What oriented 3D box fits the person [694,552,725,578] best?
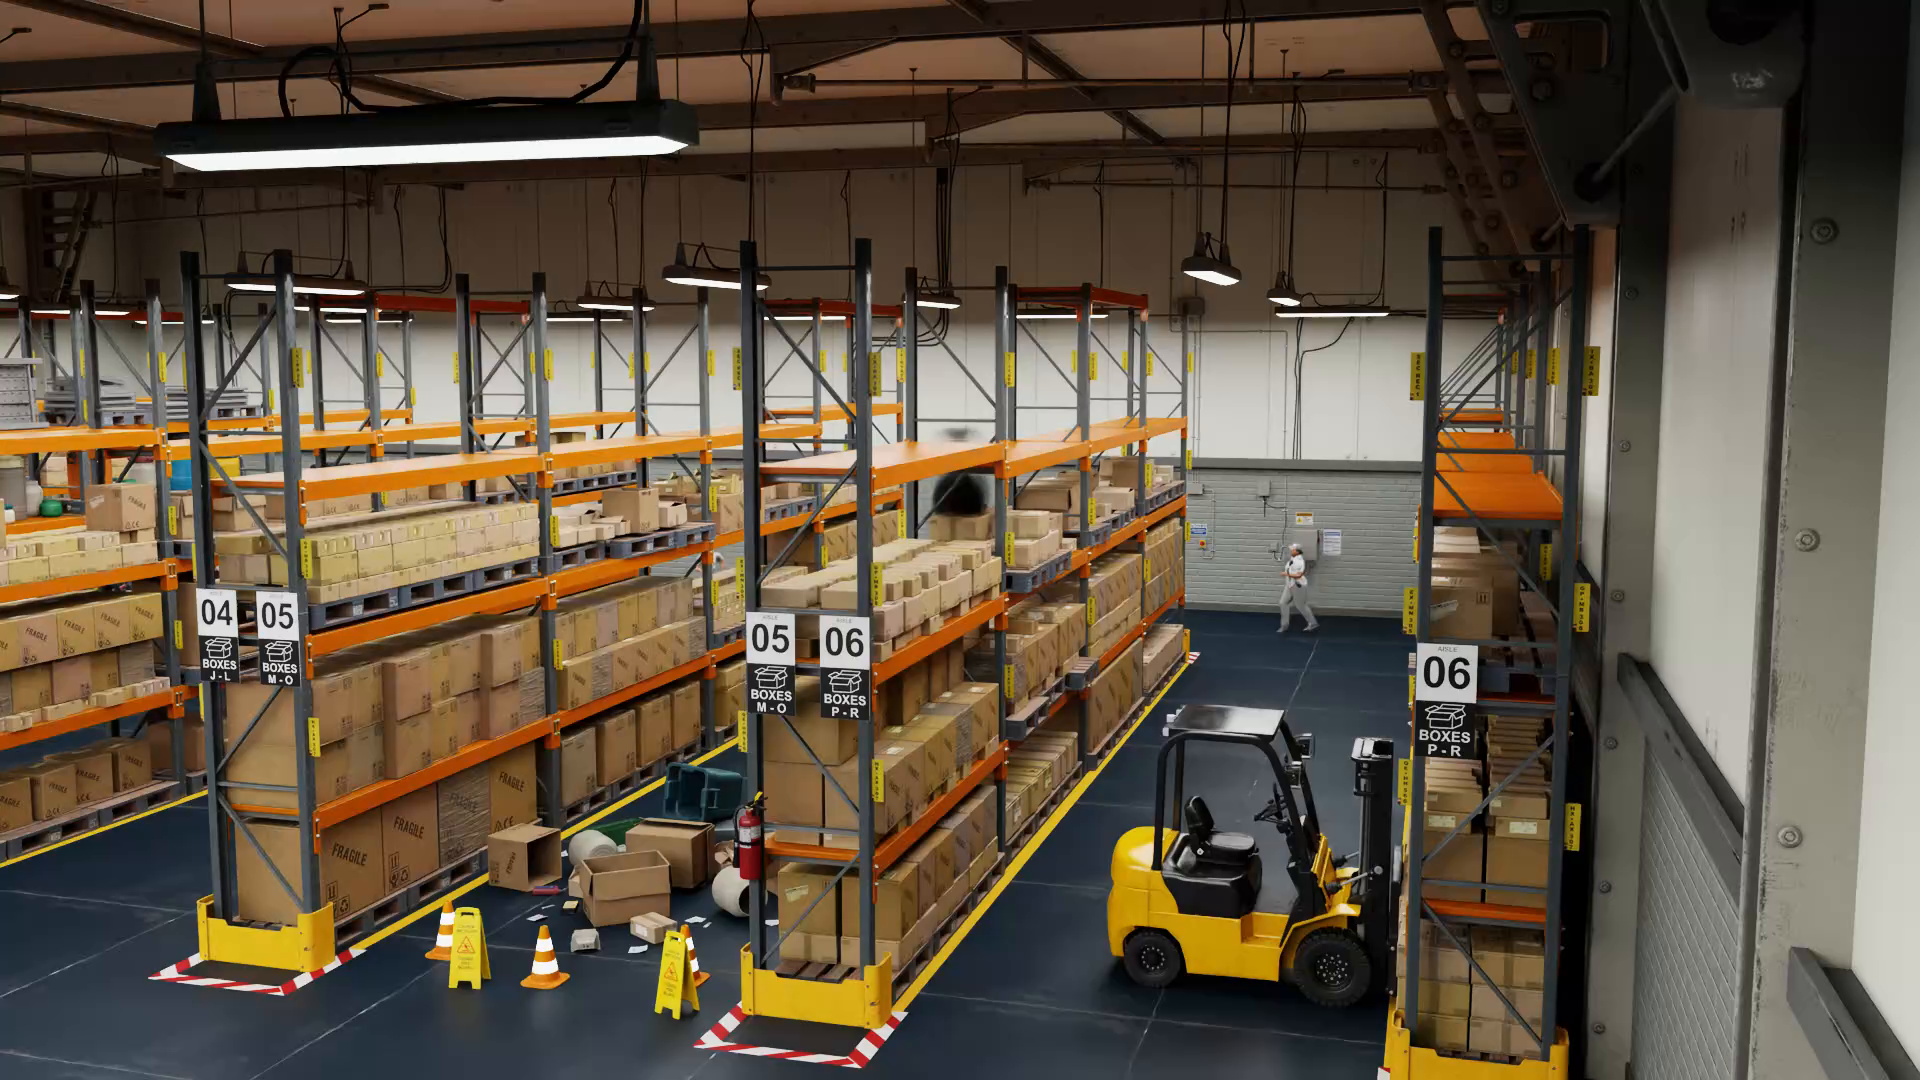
[{"bbox_3d":[-4.718,0.808,31.336,0.526,1.680,0.839,0,6,-1],"label":"person"}]

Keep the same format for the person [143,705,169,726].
[{"bbox_3d":[-10.675,1.861,21.973,0.594,1.774,0.833,2,7,19],"label":"person"}]

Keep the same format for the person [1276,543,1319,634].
[{"bbox_3d":[6.246,0.912,30.736,0.775,1.730,0.602,-1,6,-6],"label":"person"}]
